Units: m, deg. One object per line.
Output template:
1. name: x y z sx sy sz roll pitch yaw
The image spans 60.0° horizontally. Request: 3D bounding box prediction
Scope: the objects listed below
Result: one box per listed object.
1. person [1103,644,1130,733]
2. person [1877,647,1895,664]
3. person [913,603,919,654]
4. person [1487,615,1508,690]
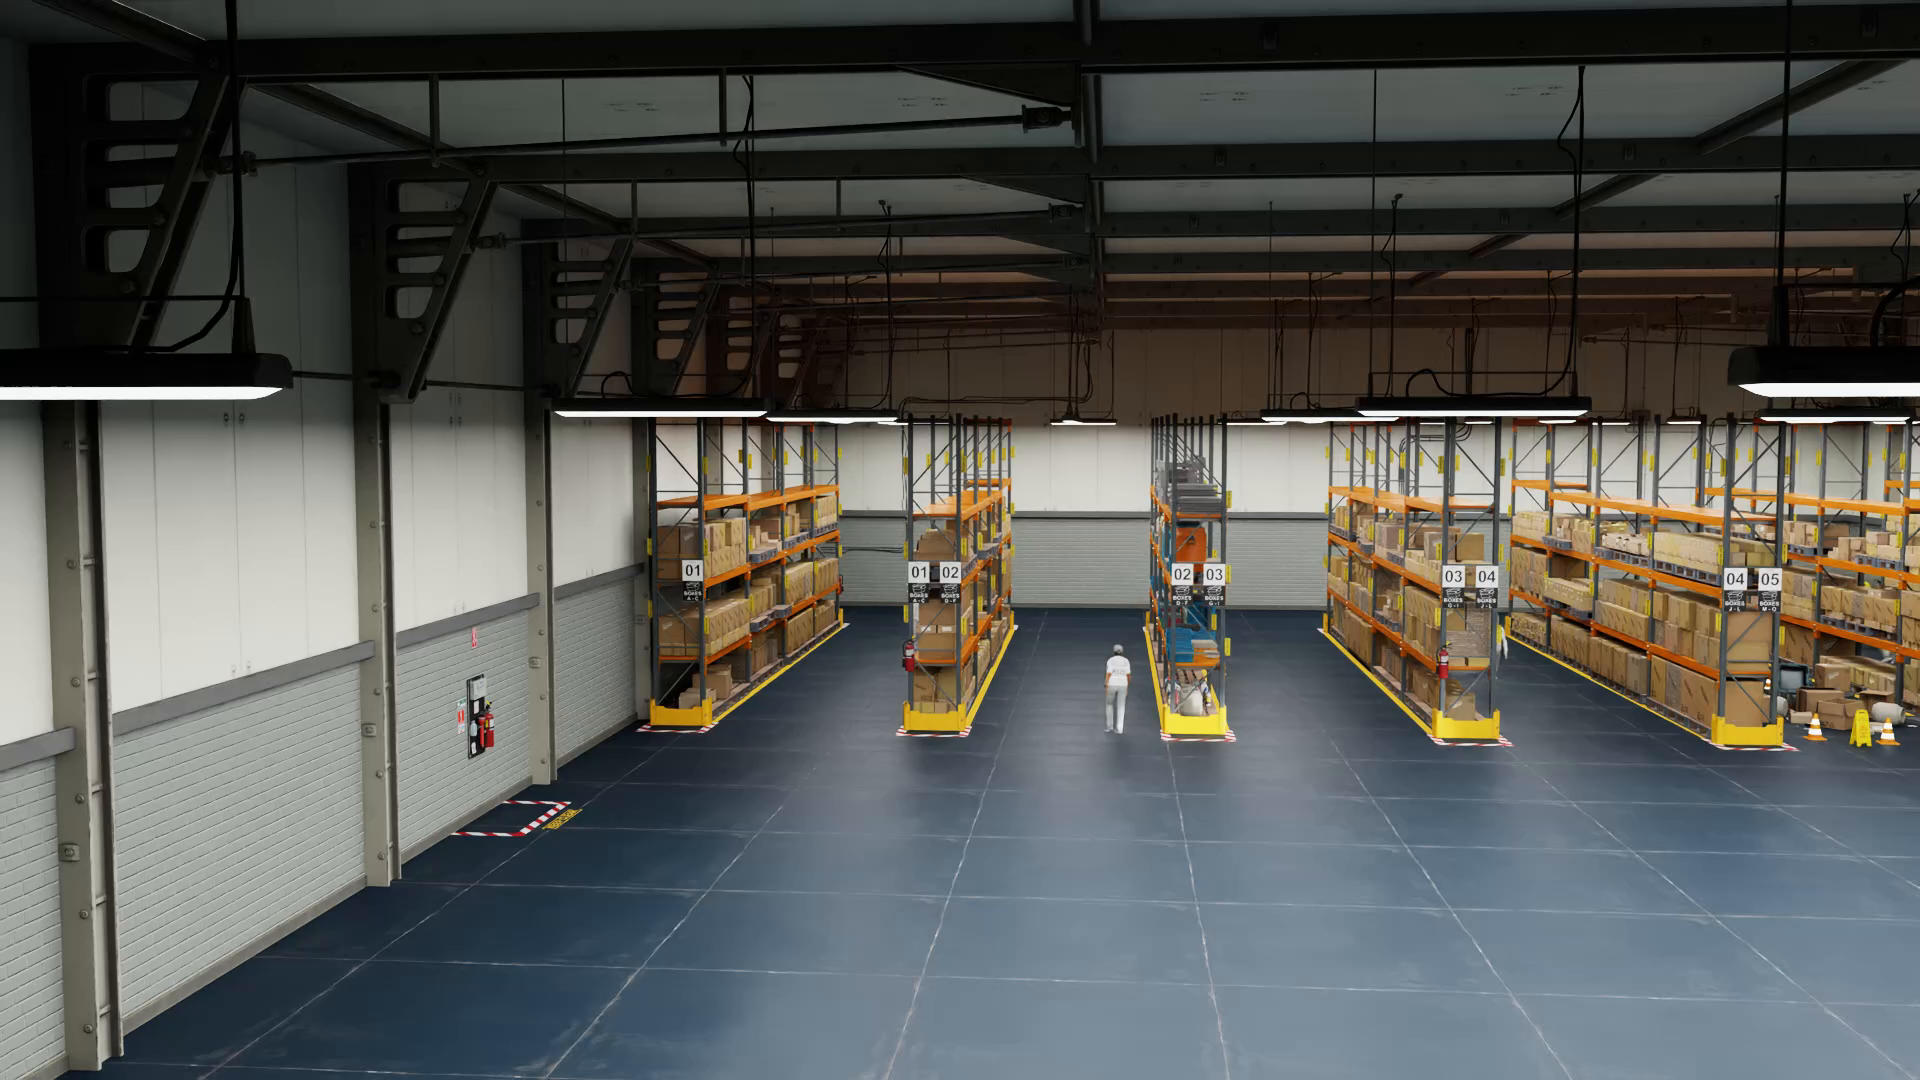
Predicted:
1. person: 2.956 2.822 31.250 0.508 1.712 0.606 0 4 -2
2. person: 22.539 2.176 40.387 0.489 1.681 0.399 -2 4 -26
3. person: -1.030 2.014 42.209 0.620 1.711 1.081 0 4 3
4. person: 11.646 2.465 36.243 0.530 1.693 0.617 0 4 3
